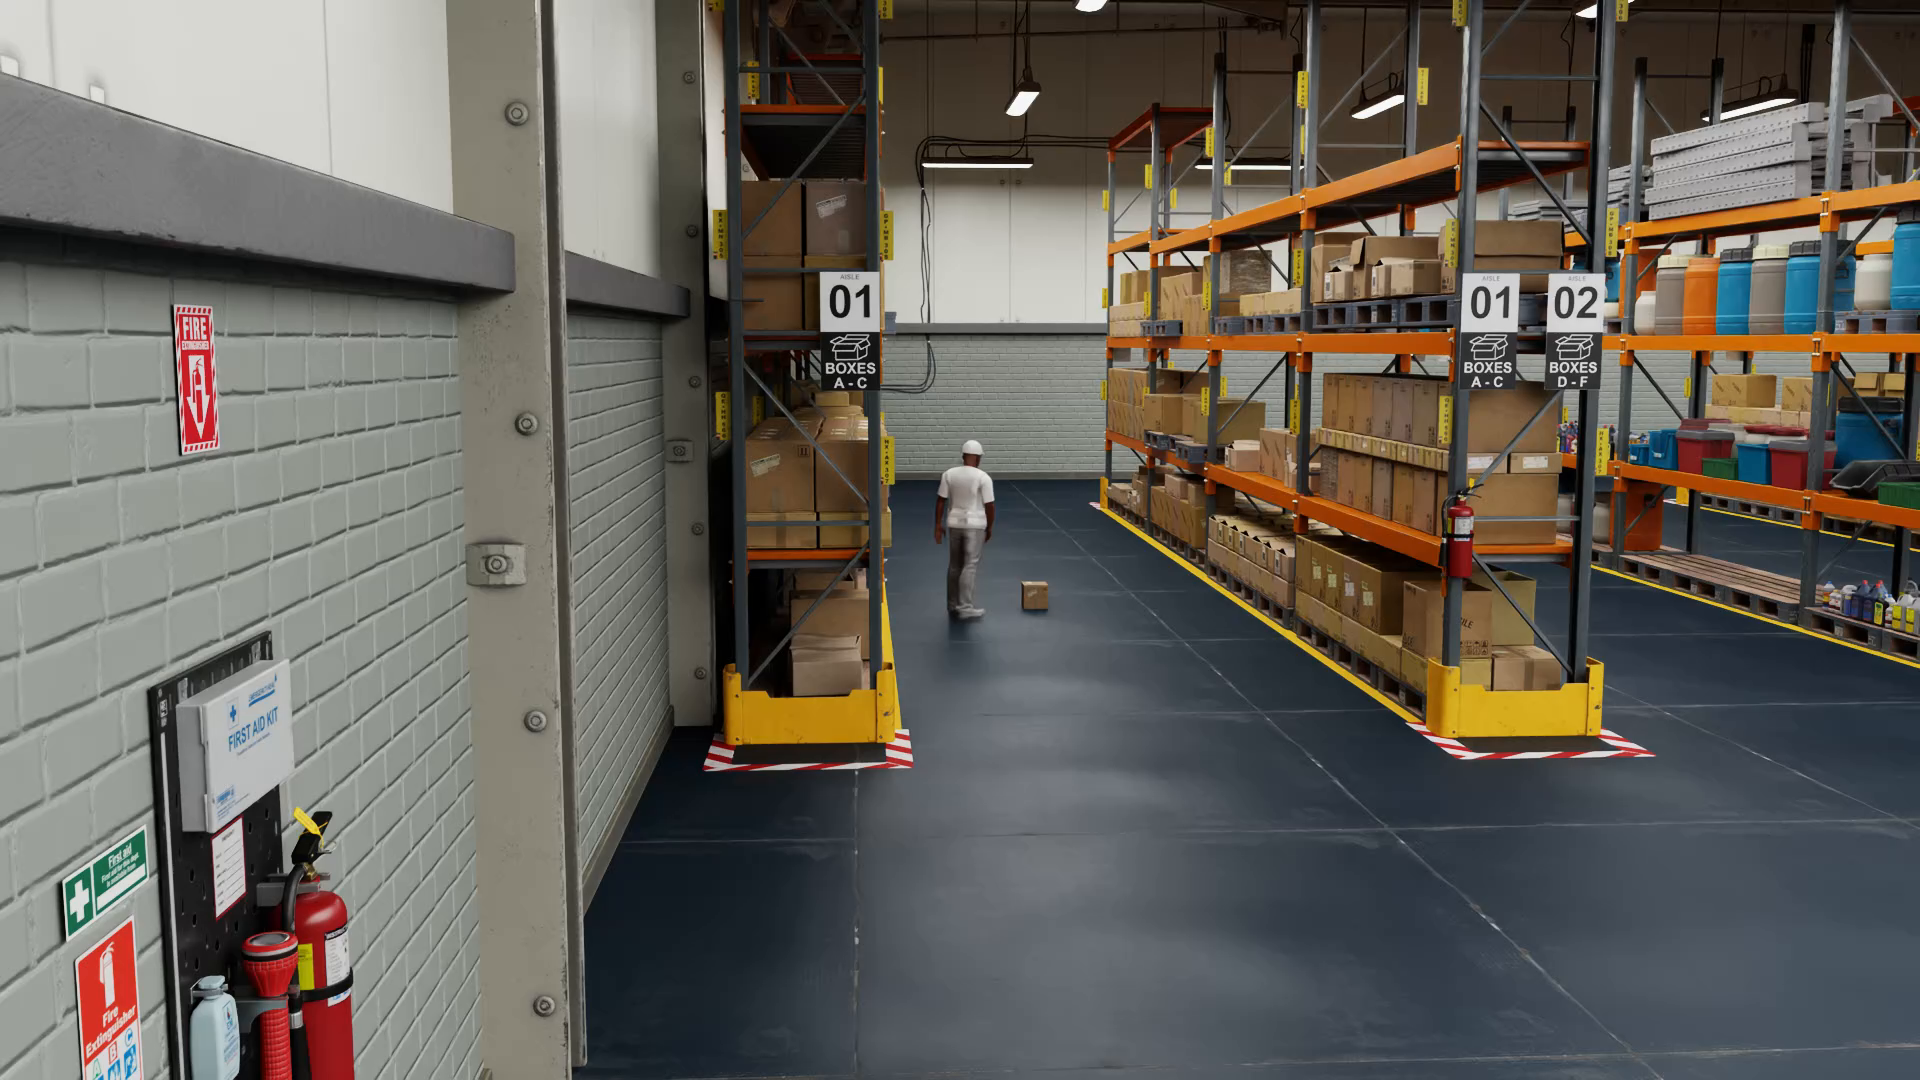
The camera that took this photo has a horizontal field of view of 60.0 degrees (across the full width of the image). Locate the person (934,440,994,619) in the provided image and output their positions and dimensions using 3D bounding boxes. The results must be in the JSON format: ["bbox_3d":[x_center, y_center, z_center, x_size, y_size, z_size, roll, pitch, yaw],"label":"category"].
[{"bbox_3d":[0.061,-0.130,16.665,0.667,1.741,0.708,5,8,34],"label":"person"}]
